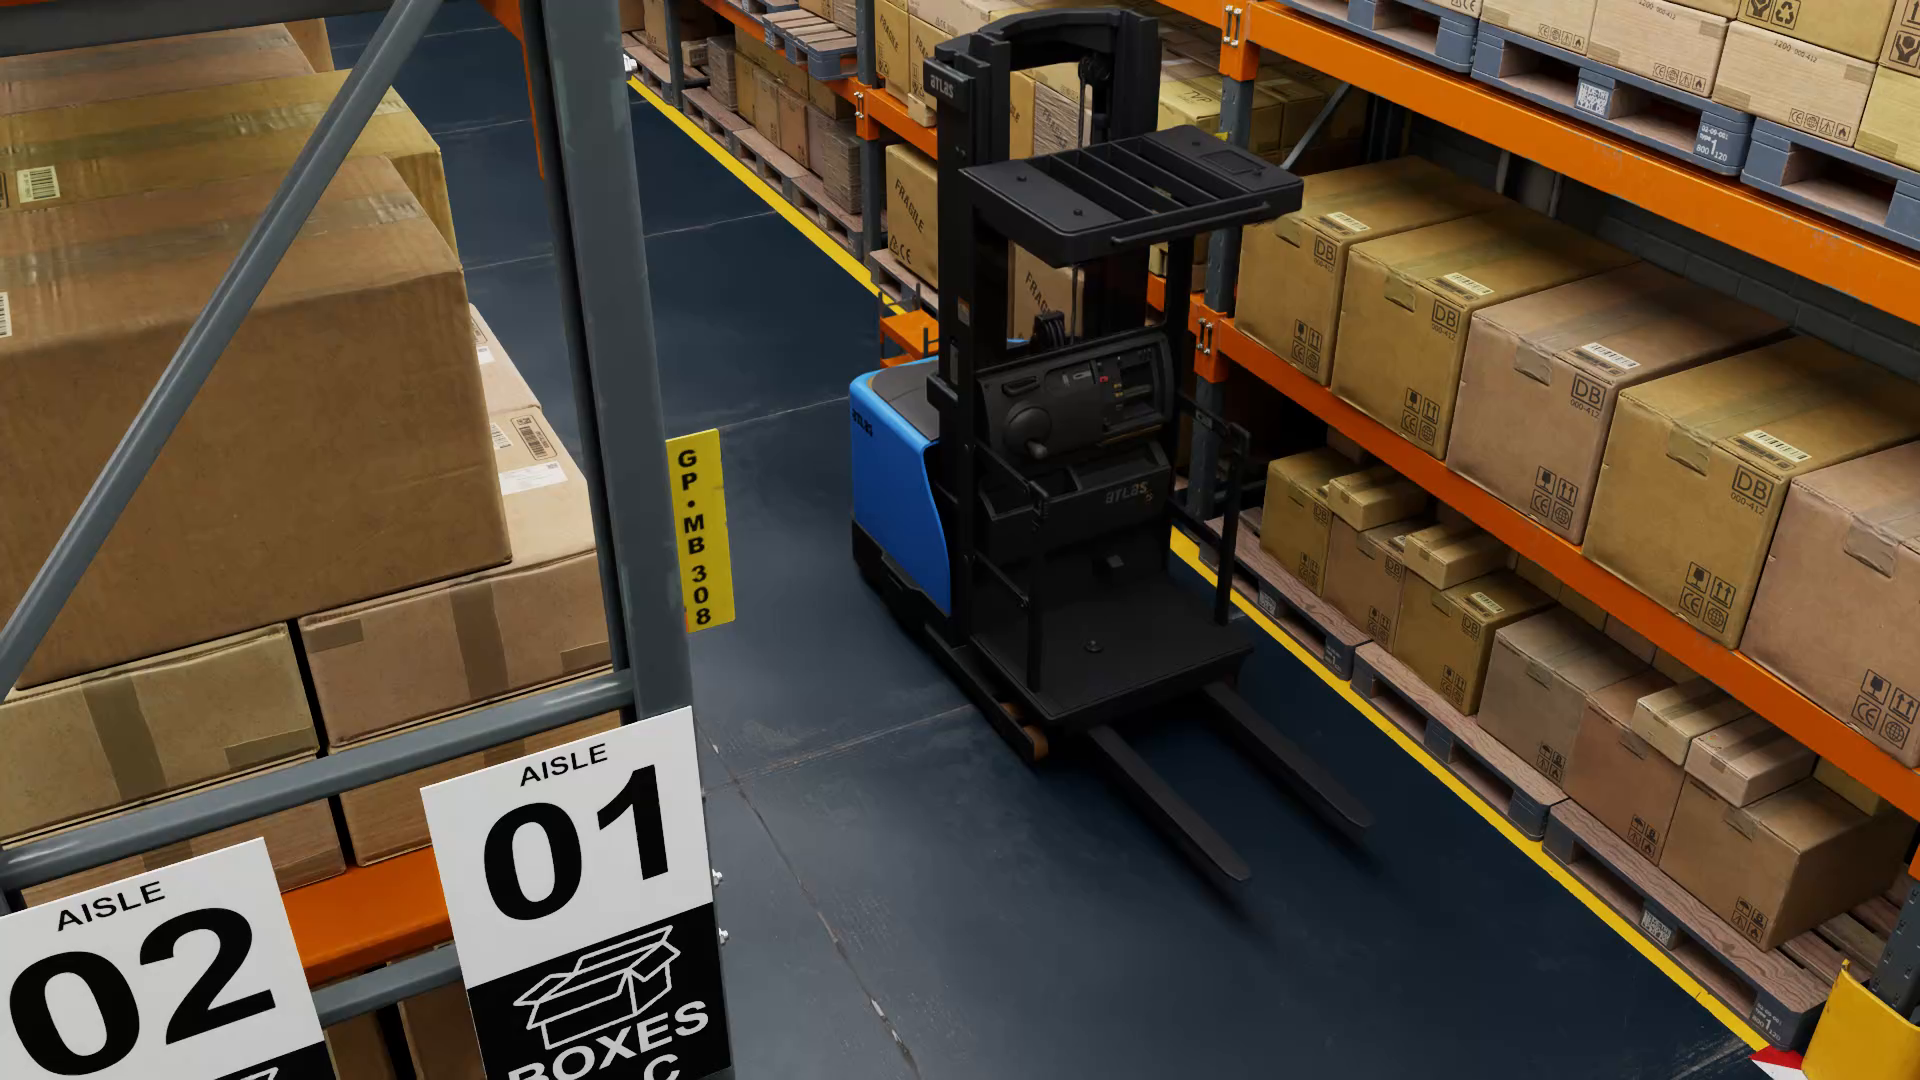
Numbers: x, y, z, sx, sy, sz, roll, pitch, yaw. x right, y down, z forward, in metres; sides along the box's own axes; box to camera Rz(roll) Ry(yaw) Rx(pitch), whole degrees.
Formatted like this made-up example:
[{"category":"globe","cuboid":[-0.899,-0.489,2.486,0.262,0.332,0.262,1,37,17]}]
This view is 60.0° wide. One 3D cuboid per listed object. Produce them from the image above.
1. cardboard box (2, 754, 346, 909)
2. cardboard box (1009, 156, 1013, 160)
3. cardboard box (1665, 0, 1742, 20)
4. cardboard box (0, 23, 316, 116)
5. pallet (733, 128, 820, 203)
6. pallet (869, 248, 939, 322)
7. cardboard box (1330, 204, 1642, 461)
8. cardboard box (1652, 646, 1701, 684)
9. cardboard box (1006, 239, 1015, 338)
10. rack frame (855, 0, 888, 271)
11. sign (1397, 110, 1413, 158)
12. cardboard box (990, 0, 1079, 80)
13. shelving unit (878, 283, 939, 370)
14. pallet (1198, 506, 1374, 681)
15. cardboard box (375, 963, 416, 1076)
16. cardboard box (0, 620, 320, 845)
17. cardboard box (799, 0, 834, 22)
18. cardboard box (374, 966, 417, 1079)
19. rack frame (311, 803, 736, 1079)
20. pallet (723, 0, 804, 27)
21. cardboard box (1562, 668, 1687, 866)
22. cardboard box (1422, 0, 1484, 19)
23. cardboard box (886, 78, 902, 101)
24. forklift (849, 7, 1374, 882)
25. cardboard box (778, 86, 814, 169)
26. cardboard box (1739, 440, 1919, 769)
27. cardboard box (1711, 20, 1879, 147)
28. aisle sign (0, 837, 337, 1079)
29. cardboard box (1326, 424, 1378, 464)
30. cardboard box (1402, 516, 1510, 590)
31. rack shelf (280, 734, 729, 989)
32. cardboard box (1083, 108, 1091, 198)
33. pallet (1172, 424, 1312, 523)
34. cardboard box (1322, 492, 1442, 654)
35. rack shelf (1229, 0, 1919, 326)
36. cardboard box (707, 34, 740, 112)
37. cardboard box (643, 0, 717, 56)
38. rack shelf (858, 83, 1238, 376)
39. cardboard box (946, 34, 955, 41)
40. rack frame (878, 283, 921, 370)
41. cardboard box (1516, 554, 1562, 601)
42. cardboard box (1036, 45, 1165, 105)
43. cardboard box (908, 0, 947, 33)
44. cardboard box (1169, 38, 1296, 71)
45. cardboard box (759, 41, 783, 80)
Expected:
[{"category":"cardboard box","cuboid":[-1.335,0.383,2.730,0.500,0.250,0.500,-16,36,-23]},{"category":"cardboard box","cuboid":[0.462,-2.262,9.714,0.380,0.149,0.250,-16,36,-23]},{"category":"cardboard box","cuboid":[2.462,-1.989,5.256,0.500,0.500,0.500,-18,37,-25]},{"category":"cardboard box","cuboid":[-1.602,-0.677,3.226,0.700,0.500,0.500,-16,36,-23]},{"category":"pallet","cuboid":[-1.139,-3.084,13.368,1.003,0.211,1.213,-16,36,-23]},{"category":"pallet","cuboid":[0.090,-1.734,11.261,1.003,0.211,1.213,-16,36,-23]},{"category":"cardboard box","cuboid":[2.228,-0.908,7.109,0.980,0.700,0.700,-17,36,-24]},{"category":"cardboard box","cuboid":[2.986,0.456,6.584,0.380,0.149,0.250,-16,36,-23]},{"category":"cardboard box","cuboid":[0.418,-1.772,10.338,0.750,0.750,0.750,-16,36,-23]},{"category":"rack frame","cuboid":[-0.211,-3.304,11.126,1.000,3.000,0.127,-16,36,-23]},{"category":"sign","cuboid":[2.144,-1.933,8.111,0.100,0.325,0.005,-16,36,-23]},{"category":"cardboard box","cuboid":[0.504,-2.778,9.223,0.500,0.250,0.500,-17,36,-24]},{"category":"shelving unit","cuboid":[-0.192,-0.678,8.696,0.258,1.200,0.503,-17,36,-24]},{"category":"pallet","cuboid":[1.939,0.162,8.301,1.003,0.211,1.213,-16,36,-23]},{"category":"cardboard box","cuboid":[-1.086,0.773,3.743,0.500,0.500,0.500,-15,36,-23]},{"category":"cardboard box","cuboid":[-1.327,0.171,2.598,0.500,0.250,0.500,-16,36,-23]},{"category":"cardboard box","cuboid":[-0.724,-4.013,11.732,0.700,0.500,0.500,-19,37,-28]},{"category":"cardboard box","cuboid":[-1.081,1.197,4.009,0.500,0.500,0.500,-16,36,-24]},{"category":"rack frame","cuboid":[-0.862,1.762,3.219,1.000,3.000,0.127,-16,36,-23]},{"category":"pallet","cuboid":[-1.170,-4.157,12.636,1.003,0.211,1.213,-16,36,-23]},{"category":"cardboard box","cuboid":[2.871,0.842,6.583,0.700,0.500,0.500,-16,36,-23]},{"category":"cardboard box","cuboid":[1.968,-2.171,6.234,0.500,0.250,0.500,-17,36,-24]},{"category":"cardboard box","cuboid":[-0.263,-2.991,10.852,0.380,0.149,0.250,-16,36,-24]},{"category":"forklift","cuboid":[0.612,-0.549,6.891,1.130,2.935,3.031,-17,36,-24]},{"category":"cardboard box","cuboid":[-0.987,-3.272,12.986,0.700,0.500,0.500,-16,36,-23]},{"category":"cardboard box","cuboid":[3.272,0.147,5.462,0.980,0.700,0.700,-14,35,-21]},{"category":"cardboard box","cuboid":[2.699,-1.435,5.086,0.500,0.250,0.500,-17,36,-25]},{"category":"aisle sign","cuboid":[-1.101,0.777,2.347,0.394,0.787,0.004,-16,36,-23]},{"category":"cardboard box","cuboid":[2.020,-0.529,8.121,0.380,0.149,0.250,-16,36,-23]},{"category":"cardboard box","cuboid":[2.153,0.049,7.220,0.380,0.149,0.250,-17,36,-24]},{"category":"rack shelf","cuboid":[-1.794,-0.153,4.094,1.077,0.370,4.000,-16,36,-23]},{"category":"cardboard box","cuboid":[0.969,-1.968,8.655,0.500,0.500,0.500,-16,36,-23]},{"category":"pallet","cuboid":[1.227,-0.570,9.444,1.003,0.211,1.213,-16,36,-23]},{"category":"cardboard box","cuboid":[2.143,0.104,7.735,0.700,0.500,0.500,-16,36,-24]},{"category":"rack shelf","cuboid":[2.586,-1.400,6.041,1.077,0.370,4.000,-16,36,-23]},{"category":"cardboard box","cuboid":[-1.718,-3.998,14.119,0.700,0.500,0.500,-15,35,-22]},{"category":"cardboard box","cuboid":[-2.596,-4.831,15.419,0.500,0.500,0.500,-19,37,-27]},{"category":"rack shelf","cuboid":[0.721,-2.046,9.830,1.077,0.370,4.000,-16,36,-23]},{"category":"cardboard box","cuboid":[0.255,-2.694,9.787,0.500,0.500,0.500,-16,36,-23]},{"category":"rack frame","cuboid":[-0.311,-0.793,8.875,0.240,1.200,0.015,-17,36,-24]},{"category":"cardboard box","cuboid":[2.629,0.092,7.153,0.380,0.149,0.250,-17,36,-24]},{"category":"cardboard box","cuboid":[0.742,-2.535,8.844,0.500,0.250,0.500,-15,36,-22]},{"category":"cardboard box","cuboid":[0.024,-3.257,9.972,0.500,0.250,0.500,-16,36,-24]},{"category":"cardboard box","cuboid":[1.420,-2.419,8.663,0.500,0.250,0.500,-15,36,-23]},{"category":"cardboard box","cuboid":[-1.264,-3.857,13.204,0.500,0.250,0.500,-17,36,-24]}]
